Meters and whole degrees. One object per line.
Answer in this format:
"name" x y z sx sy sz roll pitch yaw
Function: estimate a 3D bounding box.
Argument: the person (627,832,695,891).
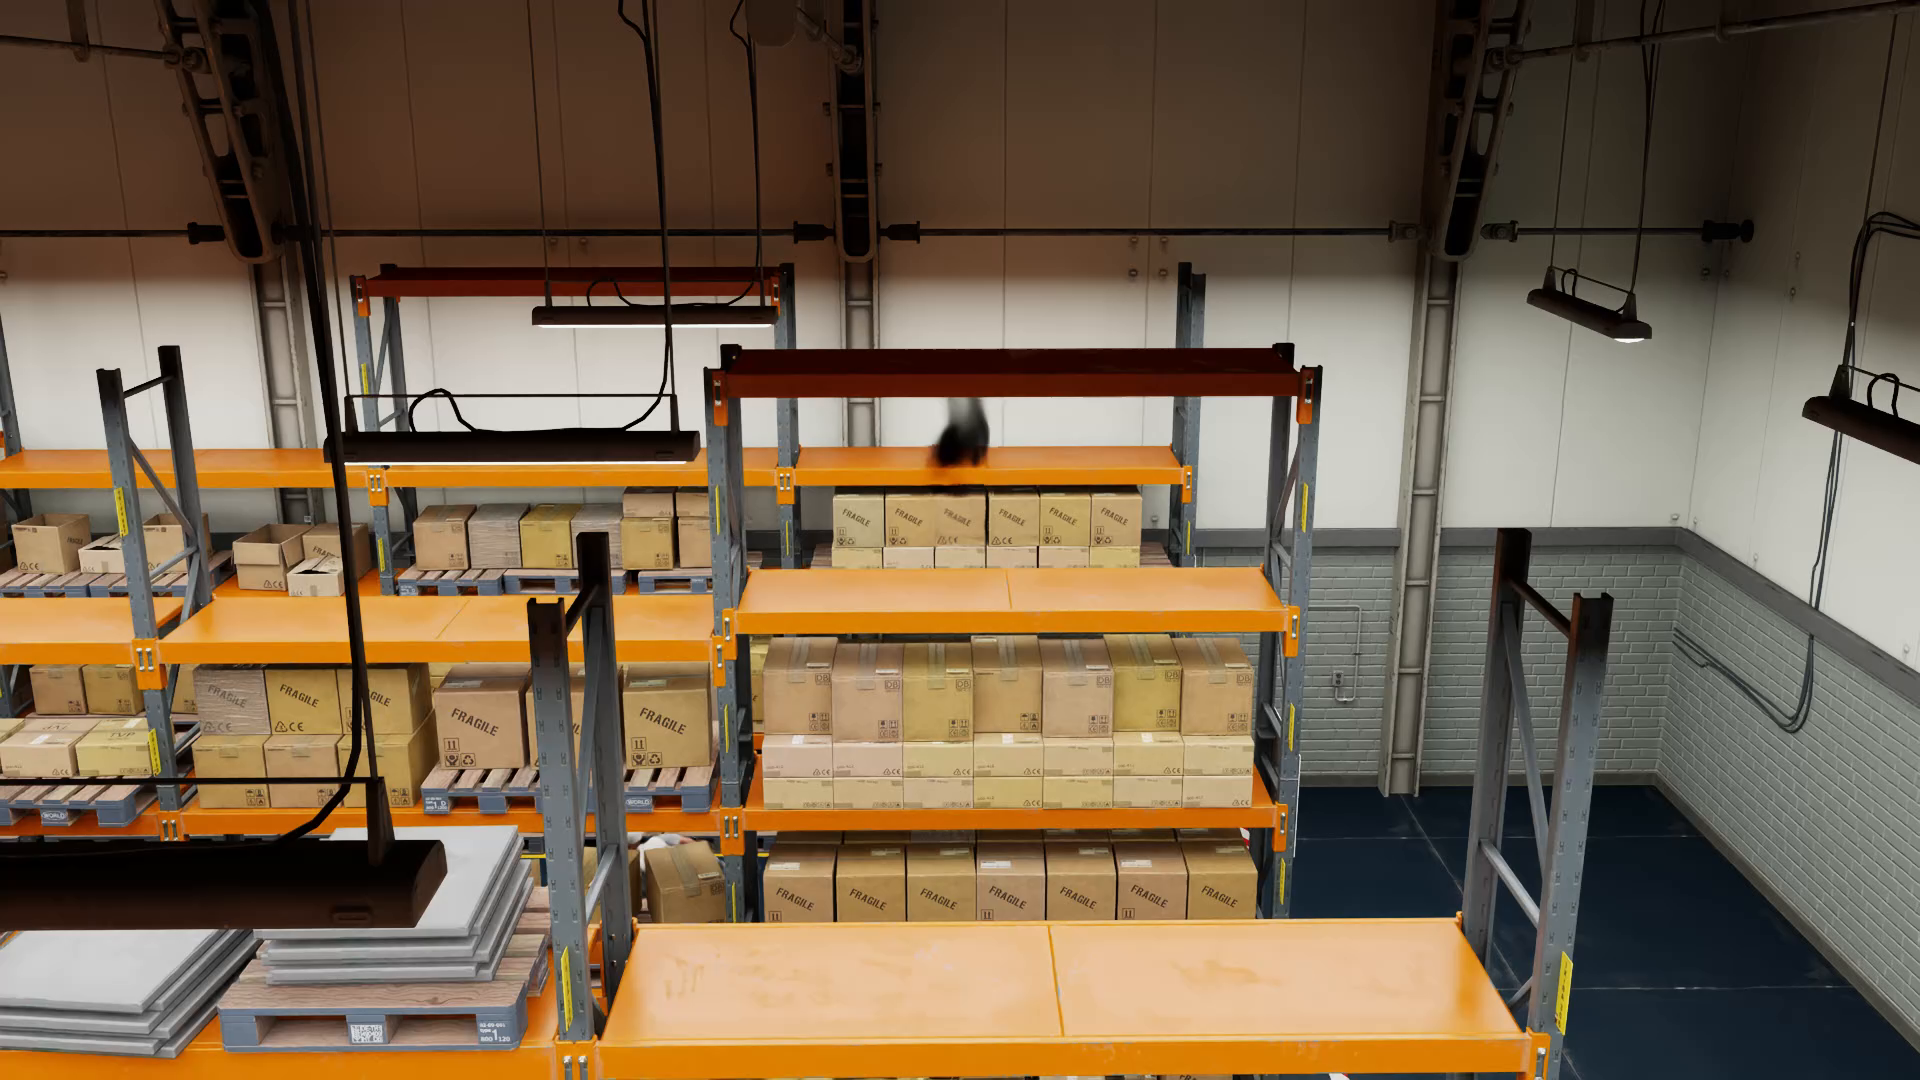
"person" -2.513 3.253 14.682 1.154 1.547 0.667 5 17 15
